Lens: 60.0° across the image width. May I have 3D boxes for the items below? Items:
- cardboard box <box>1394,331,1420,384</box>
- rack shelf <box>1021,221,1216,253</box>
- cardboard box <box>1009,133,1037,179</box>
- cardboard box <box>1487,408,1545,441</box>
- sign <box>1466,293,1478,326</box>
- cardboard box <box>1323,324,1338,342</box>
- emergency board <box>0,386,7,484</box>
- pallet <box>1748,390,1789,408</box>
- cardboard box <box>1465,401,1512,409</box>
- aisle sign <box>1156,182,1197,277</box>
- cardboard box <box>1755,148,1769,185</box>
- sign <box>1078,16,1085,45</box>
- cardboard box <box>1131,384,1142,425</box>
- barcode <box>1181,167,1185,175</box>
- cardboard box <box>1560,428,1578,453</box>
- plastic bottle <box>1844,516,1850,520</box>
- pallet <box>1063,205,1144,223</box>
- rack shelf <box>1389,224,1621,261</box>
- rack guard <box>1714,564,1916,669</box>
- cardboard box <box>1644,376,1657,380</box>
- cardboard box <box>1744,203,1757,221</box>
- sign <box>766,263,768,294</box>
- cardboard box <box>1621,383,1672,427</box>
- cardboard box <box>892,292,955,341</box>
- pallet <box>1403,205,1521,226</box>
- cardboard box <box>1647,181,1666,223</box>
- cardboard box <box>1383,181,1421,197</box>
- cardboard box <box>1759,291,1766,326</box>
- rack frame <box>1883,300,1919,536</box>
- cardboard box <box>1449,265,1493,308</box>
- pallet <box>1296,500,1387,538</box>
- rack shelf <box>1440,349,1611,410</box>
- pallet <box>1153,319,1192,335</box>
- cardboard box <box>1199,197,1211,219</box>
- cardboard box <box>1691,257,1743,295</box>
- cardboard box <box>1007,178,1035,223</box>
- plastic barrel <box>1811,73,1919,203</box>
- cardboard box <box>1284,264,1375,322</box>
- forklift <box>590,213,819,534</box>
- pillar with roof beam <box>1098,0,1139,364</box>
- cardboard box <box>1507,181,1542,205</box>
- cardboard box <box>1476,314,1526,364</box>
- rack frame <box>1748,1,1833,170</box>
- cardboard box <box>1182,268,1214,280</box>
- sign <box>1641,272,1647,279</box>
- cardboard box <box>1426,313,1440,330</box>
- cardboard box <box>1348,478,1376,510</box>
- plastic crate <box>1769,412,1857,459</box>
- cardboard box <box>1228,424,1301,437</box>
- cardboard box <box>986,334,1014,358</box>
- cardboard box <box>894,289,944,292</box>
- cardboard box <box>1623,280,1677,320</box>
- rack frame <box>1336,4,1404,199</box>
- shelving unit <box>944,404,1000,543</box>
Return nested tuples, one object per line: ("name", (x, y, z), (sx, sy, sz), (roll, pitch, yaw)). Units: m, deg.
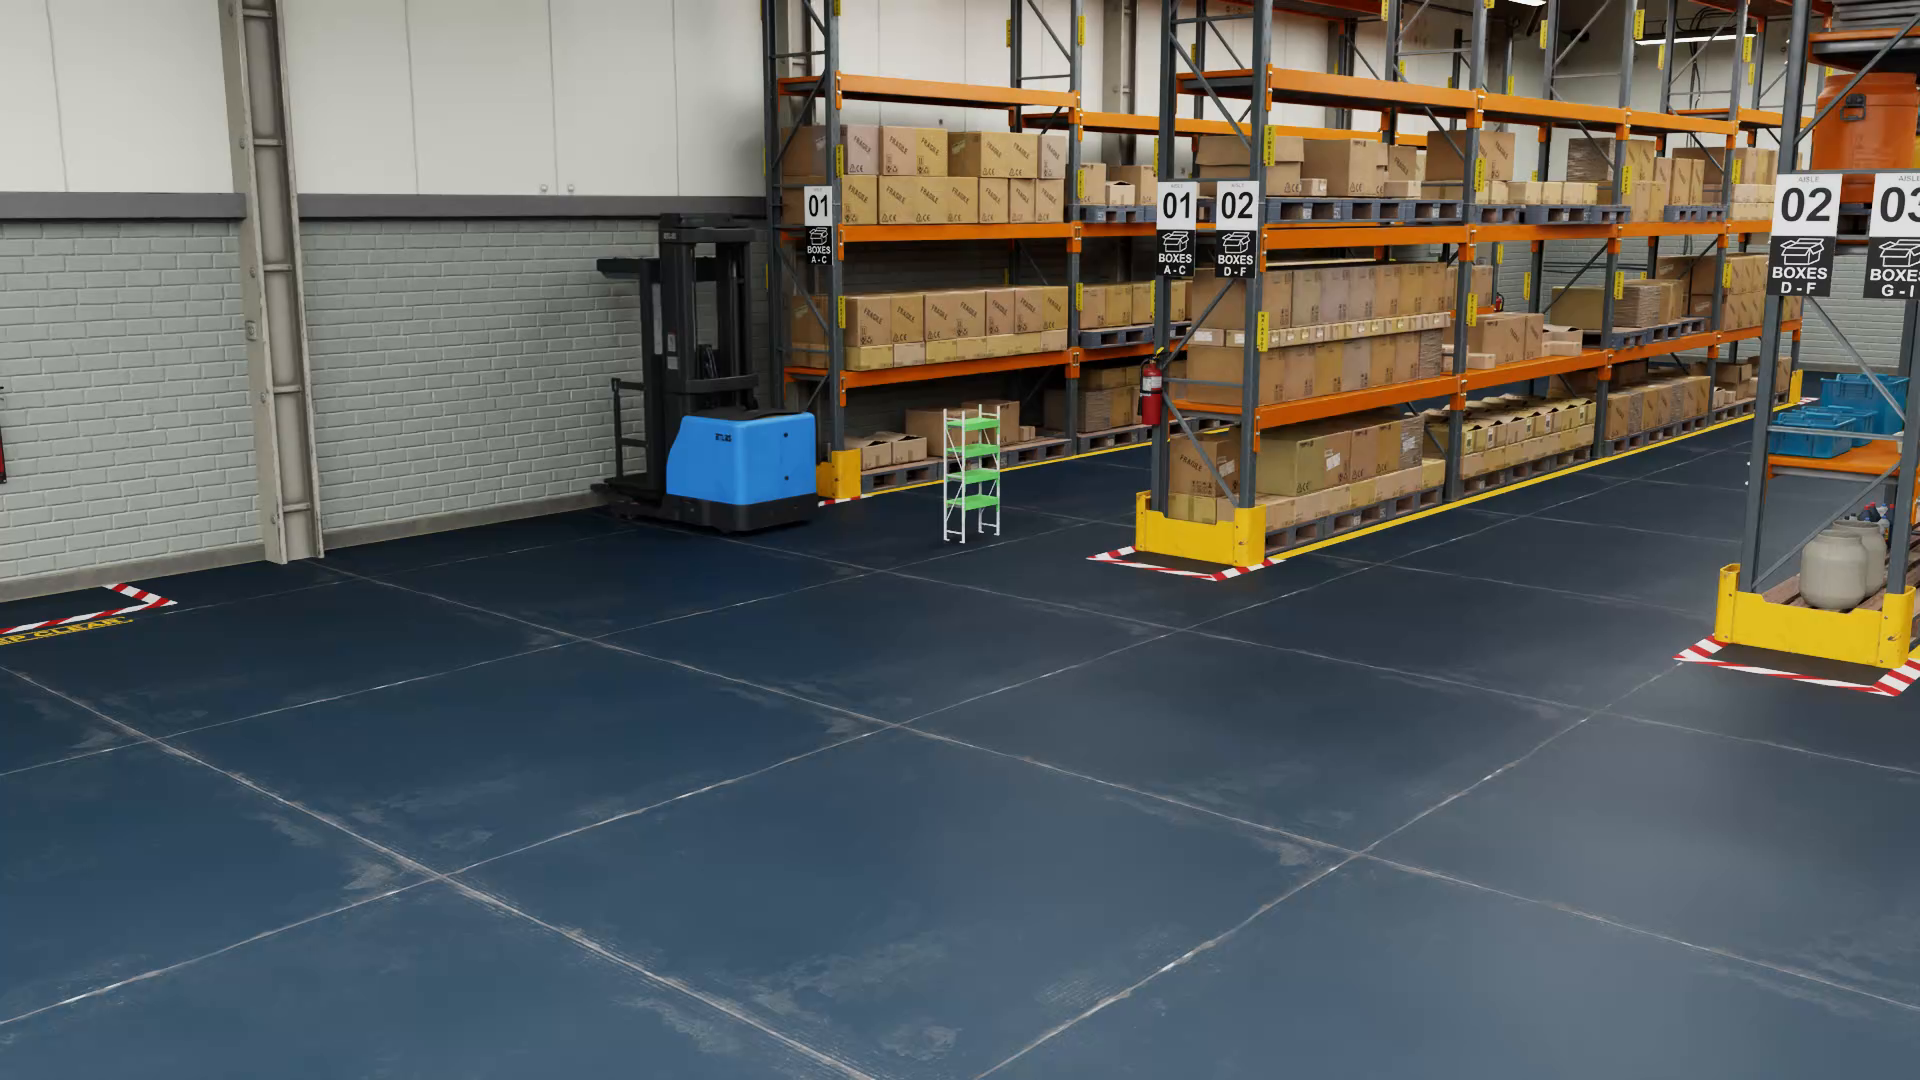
("cardboard box", (4.111, -1.834, 16.480), (0.700, 0.500, 0.500), (10, 15, 40))
("rack shelf", (2.339, -3.982, 21.668), (1.077, 0.370, 4.000), (10, 15, 40))
("cardboard box", (0.536, -4.398, 19.057), (0.500, 0.500, 0.500), (11, 16, 43))
("cardboard box", (6.216, -1.317, 18.663), (0.500, 0.311, 0.500), (10, 15, 42))
("sign", (5.160, -2.321, 16.763), (0.100, 0.325, 0.005), (10, 15, 40))
("cardboard box", (3.203, -1.890, 15.105), (0.380, 0.149, 0.250), (9, 14, 38))
("emergency board", (-7.430, -0.954, 12.331), (0.194, 1.169, 0.643), (10, 15, 40))
("pallet", (12.088, -2.199, 25.683), (1.003, 0.211, 1.213), (10, 15, 40))
("cardboard box", (6.138, -1.458, 19.371), (0.500, 0.311, 0.500), (9, 15, 39))
("aisle sign", (1.838, -2.644, 14.154), (0.394, 0.787, 0.004), (10, 15, 40))
("cardboard box", (11.078, -5.323, 23.737), (0.700, 0.500, 0.500), (10, 15, 40))
("sign", (1.414, -5.935, 19.366), (0.100, 0.325, 0.005), (10, 15, 40))
("cardboard box", (2.163, -1.822, 21.935), (0.700, 0.500, 0.500), (10, 15, 41))
("barcode", (1.939, -3.203, 14.451), (0.001, 0.075, 0.075), (10, 15, 40))
("cardboard box", (6.881, -1.190, 19.461), (0.500, 0.250, 0.500), (10, 15, 40))
("plastic bottle", (7.088, -0.023, 13.306), (0.144, 0.351, 0.185), (11, 15, 43))
("pallet", (1.507, -4.025, 20.528), (1.213, 0.211, 1.003), (10, 15, 40))
("rack shelf", (6.063, -3.342, 18.464), (1.077, 0.370, 4.000), (10, 15, 40))
("rack guard", (5.835, 0.508, 11.389), (1.175, 0.500, 0.348), (10, 15, 40))
("cardboard box", (9.177, -1.977, 22.710), (0.500, 0.500, 0.500), (10, 15, 41))
("cardboard box", (10.863, -4.617, 23.391), (0.500, 0.250, 0.500), (10, 15, 40))
("sign", (-2.025, -2.778, 17.701), (0.100, 0.325, 0.005), (10, 15, 40))
("cardboard box", (8.915, -1.766, 21.656), (0.500, 0.500, 0.500), (9, 14, 38))
("cardboard box", (-0.401, -2.463, 18.302), (0.500, 0.500, 0.500), (9, 14, 39))
("pallet", (5.315, -3.438, 17.597), (0.805, 0.209, 1.217), (9, 14, 38))
("cardboard box", (8.326, -4.258, 20.959), (0.910, 0.500, 0.500), (10, 15, 40))
("cardboard box", (4.152, -3.339, 15.824), (0.380, 0.149, 0.250), (10, 15, 40))
("cardboard box", (11.567, -3.419, 24.418), (0.500, 0.500, 0.500), (9, 15, 40))
("rack frame", (8.461, -1.289, 14.005), (1.000, 3.000, 0.127), (10, 15, 40))
("cardboard box", (8.611, -4.406, 28.846), (0.980, 0.700, 0.700), (11, 16, 43))
("pallet", (3.381, -0.270, 16.025), (1.003, 0.211, 1.213), (10, 15, 40))
("rack shelf", (6.063, -1.871, 18.757), (1.077, 0.370, 4.000), (10, 15, 40))
("pallet", (3.269, -2.945, 22.789), (1.213, 0.211, 1.003), (10, 15, 40))
("cardboard box", (3.387, -4.454, 22.372), (0.500, 0.311, 0.500), (10, 15, 40))
("cardboard box", (10.546, -3.679, 23.164), (0.500, 0.500, 0.500), (10, 15, 42))
("cardboard box", (0.528, -3.920, 19.216), (0.500, 0.500, 0.500), (8, 14, 36))
("plastic barrel", (6.046, -2.676, 11.121), (0.600, 0.830, 0.708), (10, 15, 40))
("cardboard box", (3.461, -2.327, 15.637), (0.700, 0.500, 0.500), (10, 15, 40))
("forklift", (-2.811, -1.709, 16.285), (3.031, 2.935, 1.130), (9, 15, 39))
("pillar with roof beam", (5.385, -5.464, 19.592), (9.100, 9.000, 0.400), (10, 15, 40))
("cardboard box", (6.051, -3.806, 18.262), (0.500, 0.250, 0.500), (8, 14, 36))
("cardboard box", (5.940, -2.241, 18.516), (0.500, 0.500, 0.500), (10, 15, 40))
("rack frame", (12.664, -6.637, 25.466), (1.000, 3.000, 0.127), (10, 15, 40))
("cardboard box", (3.253, -3.637, 22.728), (0.380, 0.149, 0.250), (7, 13, 31))
("sign", (9.611, -3.600, 23.368), (0.100, 0.325, 0.005), (10, 15, 40))
("cardboard box", (4.559, -2.193, 16.621), (0.380, 0.149, 0.250), (9, 15, 39))
("cardboard box", (3.615, -0.469, 15.850), (0.500, 0.250, 0.500), (10, 15, 40))
("plastic crate", (5.926, -0.740, 11.635), (0.499, 0.251, 0.616), (10, 15, 40))
("cardboard box", (2.882, -0.833, 15.756), (0.500, 0.500, 0.500), (10, 15, 40))
("cardboard box", (0.279, -2.249, 19.143), (0.500, 0.250, 0.500), (10, 15, 40))
("cardboard box", (-0.460, -2.605, 19.014), (0.500, 0.500, 0.500), (10, 15, 41))
("cardboard box", (9.136, -3.211, 22.304), (0.500, 0.500, 0.700), (-9, 15, -39))
("rack frame", (6.300, -6.688, 25.723), (1.000, 3.000, 0.127), (10, 15, 40))
("shelving unit", (0.109, -0.613, 15.216), (0.258, 1.200, 0.503), (10, 15, 40))
